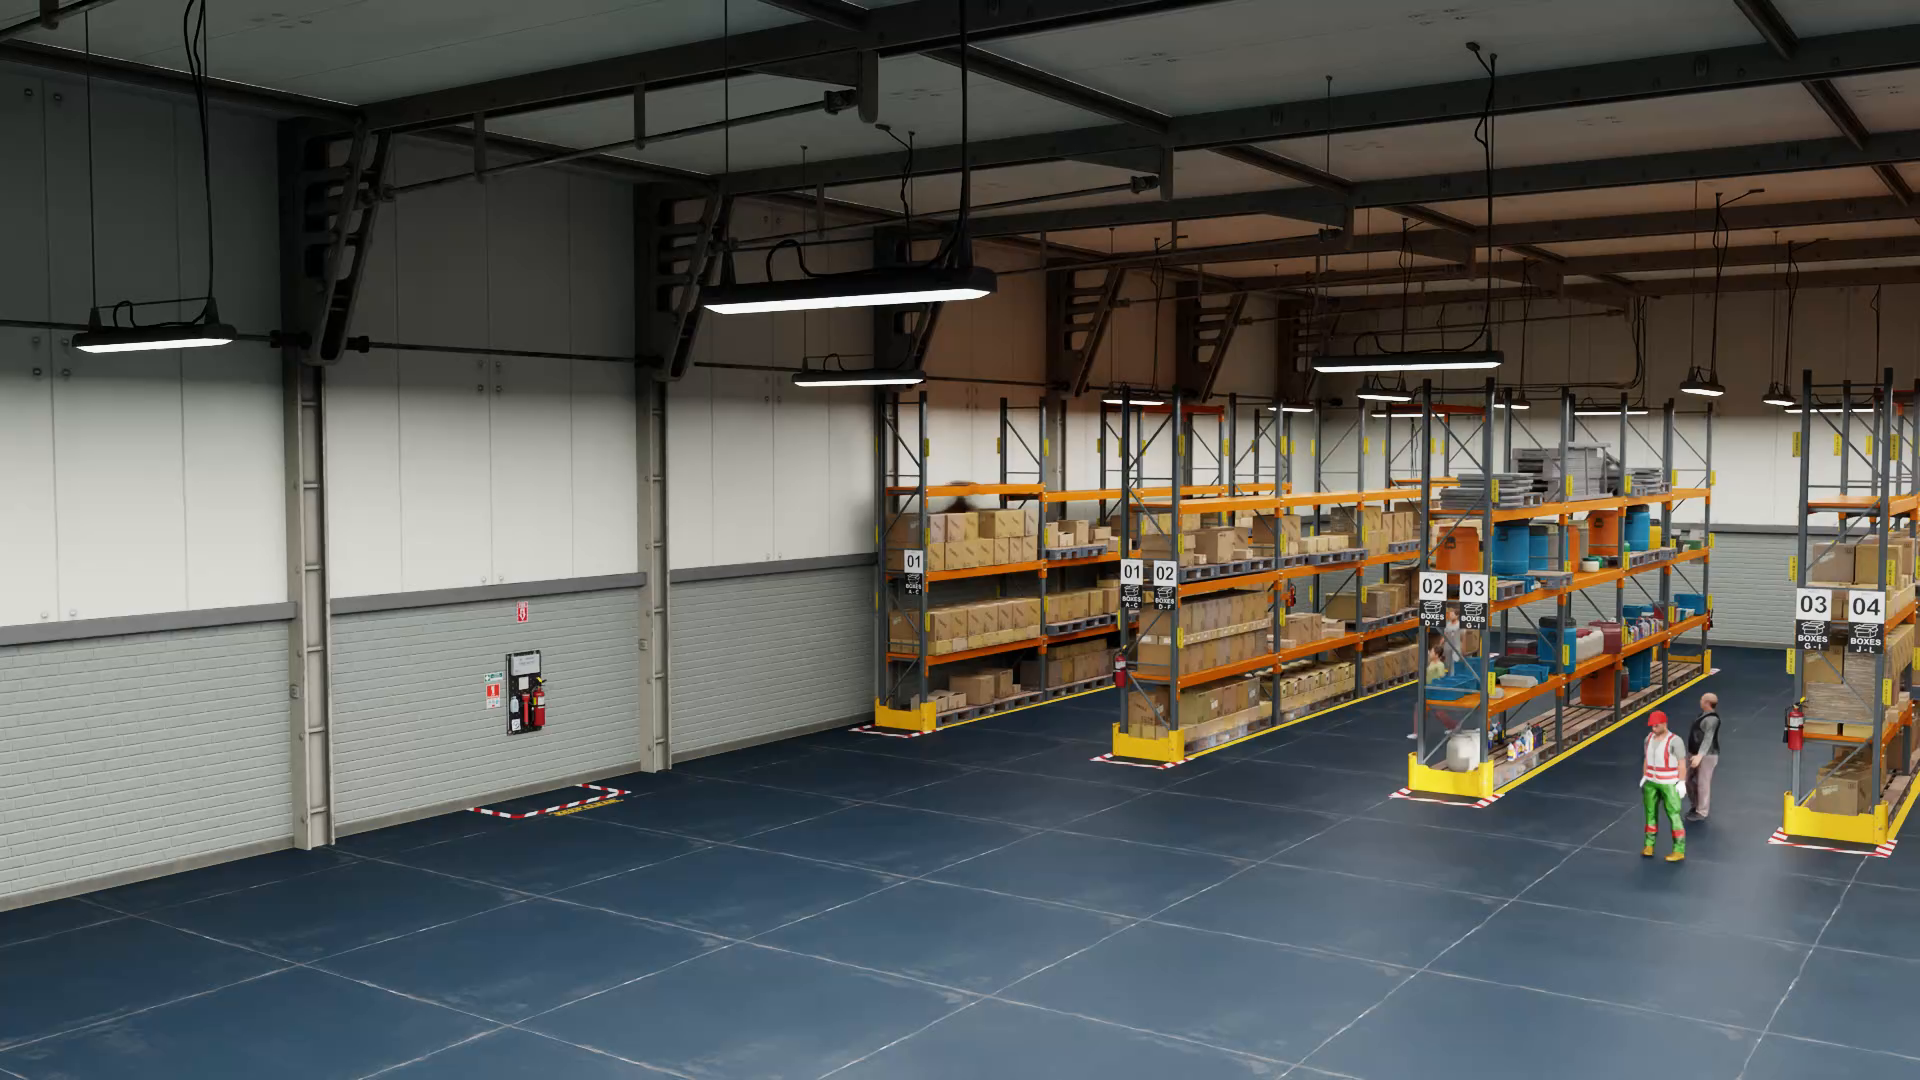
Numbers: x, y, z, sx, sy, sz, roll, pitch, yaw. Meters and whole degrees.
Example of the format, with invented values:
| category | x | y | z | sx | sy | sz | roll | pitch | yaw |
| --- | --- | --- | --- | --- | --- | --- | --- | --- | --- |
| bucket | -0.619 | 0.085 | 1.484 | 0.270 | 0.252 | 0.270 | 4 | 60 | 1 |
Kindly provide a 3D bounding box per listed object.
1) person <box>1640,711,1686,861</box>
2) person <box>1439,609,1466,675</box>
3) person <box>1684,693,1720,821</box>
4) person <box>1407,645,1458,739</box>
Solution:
| category | x | y | z | sx | sy | sz | roll | pitch | yaw |
| --- | --- | --- | --- | --- | --- | --- | --- | --- | --- |
| person | 8.570 | 2.976 | 20.330 | 0.402 | 1.782 | 0.617 | -2 | 4 | -31 |
| person | 10.232 | 2.256 | 34.595 | 0.529 | 1.617 | 0.978 | 2 | 4 | 32 |
| person | 9.955 | 2.918 | 22.315 | 0.500 | 1.743 | 0.538 | 0 | 3 | -4 |
| person | 8.124 | 2.603 | 28.395 | 0.962 | 1.616 | 0.478 | -2 | 4 | -31 |
